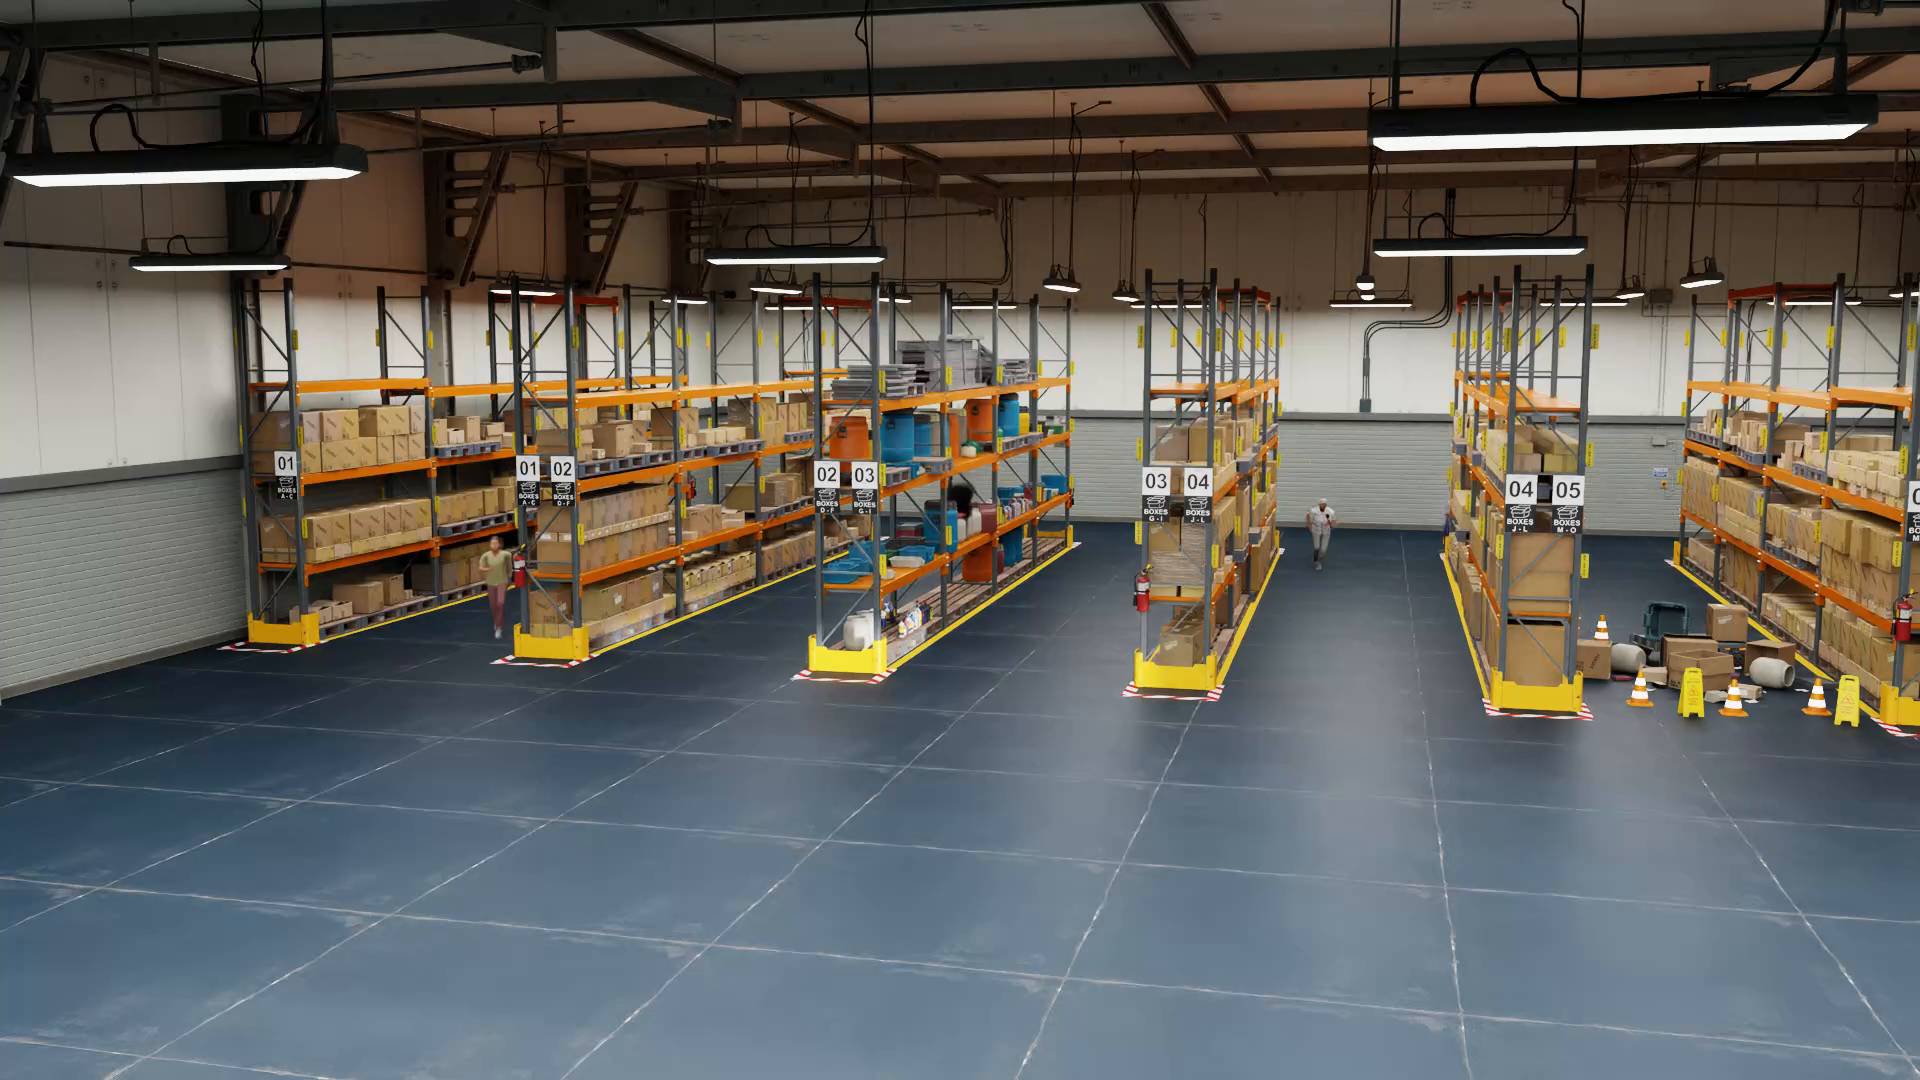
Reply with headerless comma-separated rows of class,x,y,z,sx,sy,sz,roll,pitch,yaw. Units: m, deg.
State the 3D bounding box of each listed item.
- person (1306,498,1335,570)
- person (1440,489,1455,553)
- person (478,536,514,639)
person,7.890,-0.130,36.366,0.591,1.592,0.658,1,7,5
person,11.691,-0.466,39.213,0.685,1.647,0.645,0,7,-4
person,-7.875,0.769,28.257,0.553,1.697,0.909,-1,7,-8
